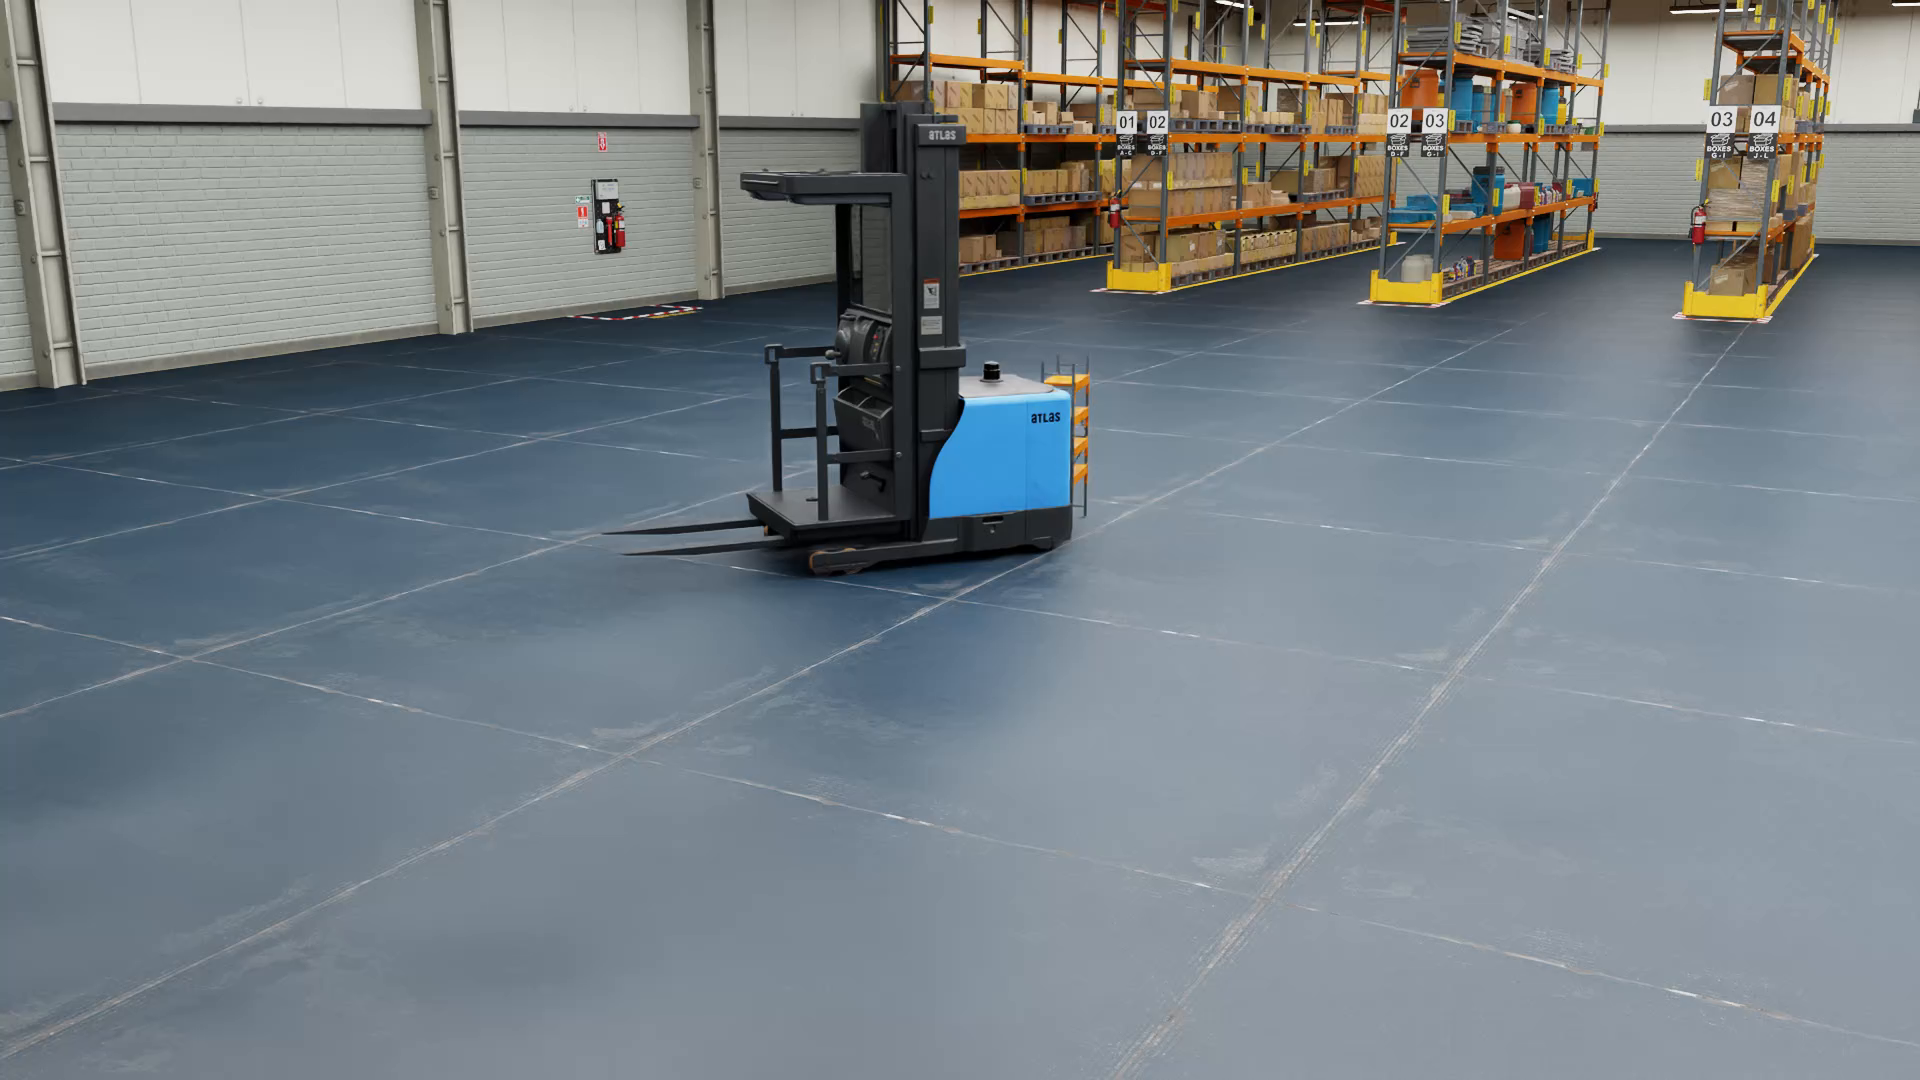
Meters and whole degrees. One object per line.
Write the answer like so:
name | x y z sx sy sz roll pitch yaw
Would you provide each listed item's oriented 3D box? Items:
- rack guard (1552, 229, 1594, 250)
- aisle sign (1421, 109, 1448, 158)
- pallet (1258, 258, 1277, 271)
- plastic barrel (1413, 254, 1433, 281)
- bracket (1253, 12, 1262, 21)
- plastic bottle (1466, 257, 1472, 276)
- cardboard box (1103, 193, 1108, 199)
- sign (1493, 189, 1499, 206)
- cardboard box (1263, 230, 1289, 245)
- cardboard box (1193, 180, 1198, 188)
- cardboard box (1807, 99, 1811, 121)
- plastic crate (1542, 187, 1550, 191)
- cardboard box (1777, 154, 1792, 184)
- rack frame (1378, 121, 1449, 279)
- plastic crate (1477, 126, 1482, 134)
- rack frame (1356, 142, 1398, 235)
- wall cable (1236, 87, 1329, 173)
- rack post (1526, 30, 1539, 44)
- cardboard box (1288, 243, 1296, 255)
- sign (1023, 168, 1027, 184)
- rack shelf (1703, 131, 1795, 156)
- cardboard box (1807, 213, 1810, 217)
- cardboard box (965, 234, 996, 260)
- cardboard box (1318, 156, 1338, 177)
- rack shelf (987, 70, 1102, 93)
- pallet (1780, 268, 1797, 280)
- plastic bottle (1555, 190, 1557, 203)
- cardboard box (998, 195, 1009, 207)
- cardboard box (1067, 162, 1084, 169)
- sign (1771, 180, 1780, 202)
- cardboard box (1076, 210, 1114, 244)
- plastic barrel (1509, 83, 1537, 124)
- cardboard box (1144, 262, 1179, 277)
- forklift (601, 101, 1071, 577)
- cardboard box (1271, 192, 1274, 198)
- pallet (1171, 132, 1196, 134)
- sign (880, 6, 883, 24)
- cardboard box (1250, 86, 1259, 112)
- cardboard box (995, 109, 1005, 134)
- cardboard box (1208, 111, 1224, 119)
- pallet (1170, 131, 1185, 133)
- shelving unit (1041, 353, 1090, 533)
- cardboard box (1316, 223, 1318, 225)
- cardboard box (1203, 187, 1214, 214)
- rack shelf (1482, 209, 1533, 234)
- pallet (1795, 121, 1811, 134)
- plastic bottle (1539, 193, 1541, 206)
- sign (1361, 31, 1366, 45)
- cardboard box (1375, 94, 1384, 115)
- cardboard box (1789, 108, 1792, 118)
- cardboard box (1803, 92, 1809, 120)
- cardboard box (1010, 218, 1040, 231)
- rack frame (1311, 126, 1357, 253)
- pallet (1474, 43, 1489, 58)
rack guard | 15.382 -7.611 42.037 1.175 0.500 0.348 7 15 28
aisle sign | 7.869 -6.753 27.597 0.394 0.787 0.004 7 15 28
pallet | 6.157 -5.971 35.850 1.003 0.211 1.213 7 15 28
plastic barrel | 8.141 -4.778 29.366 0.421 0.512 0.421 0 14 0
bracket | 8.915 -15.792 50.155 0.235 0.232 0.430 7 15 28
plastic bottle | 9.429 -5.080 30.917 0.144 0.351 0.185 7 15 25
cardboard box | 3.334 -8.280 39.974 0.380 0.149 0.250 8 16 29
sign | 10.057 -6.428 31.205 0.100 0.325 0.005 7 15 28
cardboard box | 6.897 -6.638 36.441 0.500 0.311 0.500 7 15 27
cardboard box | 4.312 -6.784 31.674 0.380 0.149 0.250 7 15 27
cardboard box | 17.513 -9.029 35.075 0.700 0.500 0.500 8 16 29
plastic crate | 14.193 -8.422 40.298 0.416 0.233 0.300 7 15 28
cardboard box | 13.940 -6.352 28.501 0.500 0.500 0.500 7 15 28
rack frame | 7.647 -5.537 28.101 1.000 3.000 0.127 7 15 28
plastic crate | 9.159 -7.313 29.628 0.243 0.136 0.396 7 15 28
rack frame | 11.048 -9.382 44.048 1.000 3.000 0.127 7 15 28
wall cable | 9.757 -12.469 50.679 3.097 2.526 0.112 7 15 28
rack post | 11.806 -10.516 34.855 0.624 0.289 0.986 7 15 28
cardboard box | 7.140 -6.472 36.951 0.500 0.250 0.500 8 16 29
sign | 1.387 -7.841 35.811 0.100 0.325 0.005 7 15 28
rack shelf | 12.950 -6.495 27.208 1.077 0.370 4.000 7 15 28
cardboard box | 18.608 -6.920 37.475 0.875 0.875 0.875 7 15 28
cardboard box | 0.442 -6.261 35.500 0.500 0.500 0.500 6 15 24
cardboard box | 9.132 -9.229 41.067 0.500 0.500 0.500 7 15 28
rack shelf | 1.875 -10.263 37.291 1.077 0.370 4.000 7 15 28
pallet | 16.298 -5.415 33.544 1.003 0.211 1.213 7 15 28
plastic bottle | 13.469 -7.772 37.621 0.061 0.283 0.133 7 15 28
cardboard box | 0.697 -7.184 35.211 0.500 0.250 0.500 7 15 28
cardboard box | 2.702 -8.805 39.118 0.380 0.149 0.250 5 15 21
sign | 12.458 -5.335 25.417 0.100 0.325 0.005 7 15 28
cardboard box | 3.313 -7.596 40.332 0.750 0.750 0.750 7 15 27
plastic barrel | 11.792 -9.166 34.940 0.600 0.830 0.708 7 15 28
cardboard box | 3.767 -5.051 31.057 0.500 0.250 0.500 7 15 28
forklift | -0.813 -1.331 10.801 3.031 2.935 1.130 -6 15 -22
cardboard box | 6.578 -7.536 36.580 0.500 0.311 0.500 7 15 27
pallet | 5.771 -10.953 44.353 1.003 0.211 1.213 7 15 28
sign | -1.501 -10.174 32.204 0.100 0.325 0.005 7 15 28
cardboard box | 5.834 -9.115 34.367 0.500 0.500 0.500 9 16 33
cardboard box | 0.625 -8.763 34.825 0.500 0.500 0.500 6 15 23
cardboard box | 4.903 -8.250 32.293 0.380 0.149 0.250 7 15 28
pallet | 5.181 -10.703 43.319 1.003 0.211 1.213 7 15 28
shelving unit | 0.747 -0.700 11.876 0.258 1.200 0.503 4 14 15
cardboard box | 8.419 -7.377 40.129 0.500 0.500 0.500 8 16 29
cardboard box | 4.542 -6.665 32.567 0.700 0.500 0.500 8 16 29
rack shelf | 10.548 -6.418 33.291 1.077 0.370 4.000 7 15 28
pallet | 14.308 -7.278 29.323 1.213 0.211 1.003 7 15 28
plastic bottle | 12.534 -7.378 36.013 0.097 0.271 0.097 0 14 0
sign | 9.603 -11.947 39.557 0.100 0.325 0.005 7 15 28
cardboard box | 10.350 -11.060 42.261 0.700 0.500 0.500 7 15 28
cardboard box | 13.647 -7.111 27.699 0.380 0.149 0.250 7 15 26
cardboard box | 15.600 -8.134 31.195 0.500 0.500 0.500 7 15 28
cardboard box | 1.460 -7.087 37.325 0.500 0.250 0.500 7 15 27
rack frame | 9.114 -8.561 40.644 1.000 3.000 0.127 7 15 28
pallet | 8.618 -8.564 29.114 1.003 0.211 1.213 7 15 28
